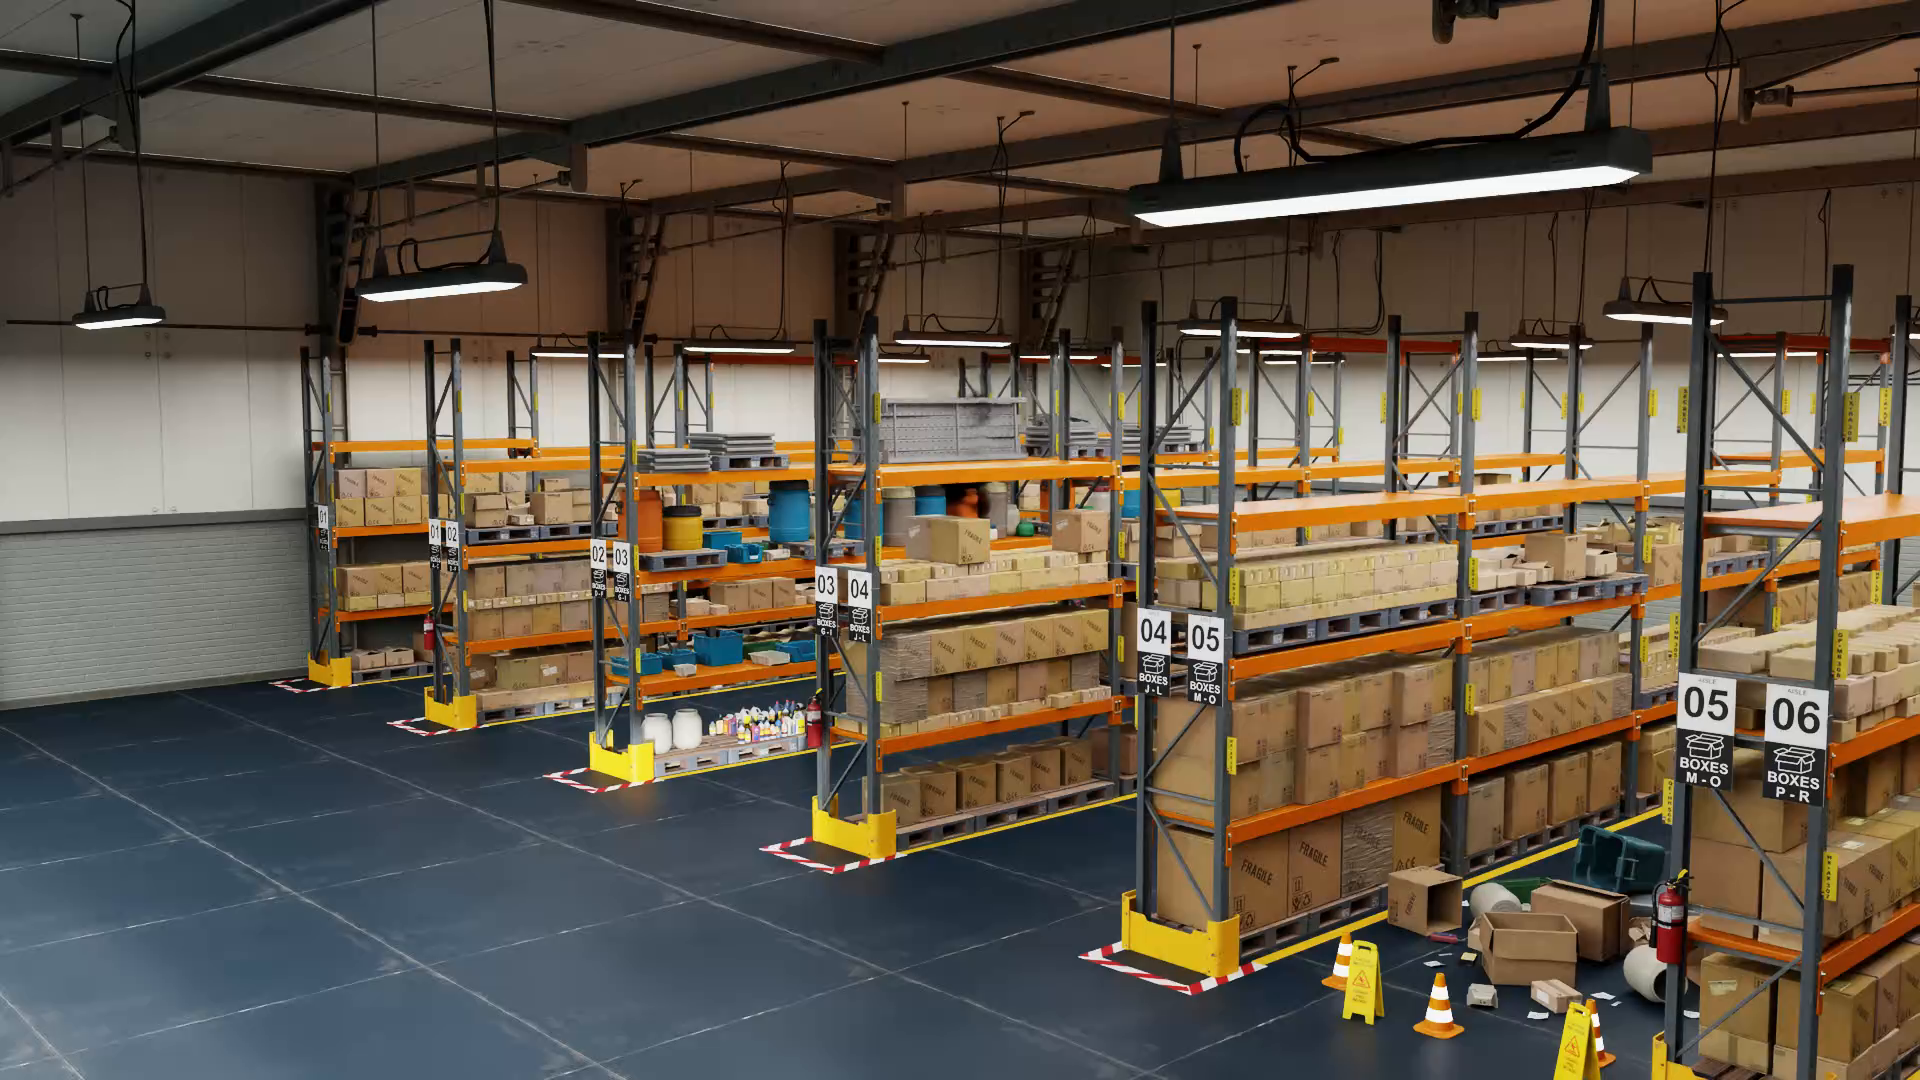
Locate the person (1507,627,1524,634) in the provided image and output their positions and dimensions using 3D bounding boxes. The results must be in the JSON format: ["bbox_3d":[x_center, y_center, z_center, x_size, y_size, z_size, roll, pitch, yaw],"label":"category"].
[{"bbox_3d":[8.510,2.076,25.535,0.595,1.560,0.627,-5,7,-43],"label":"person"}]
